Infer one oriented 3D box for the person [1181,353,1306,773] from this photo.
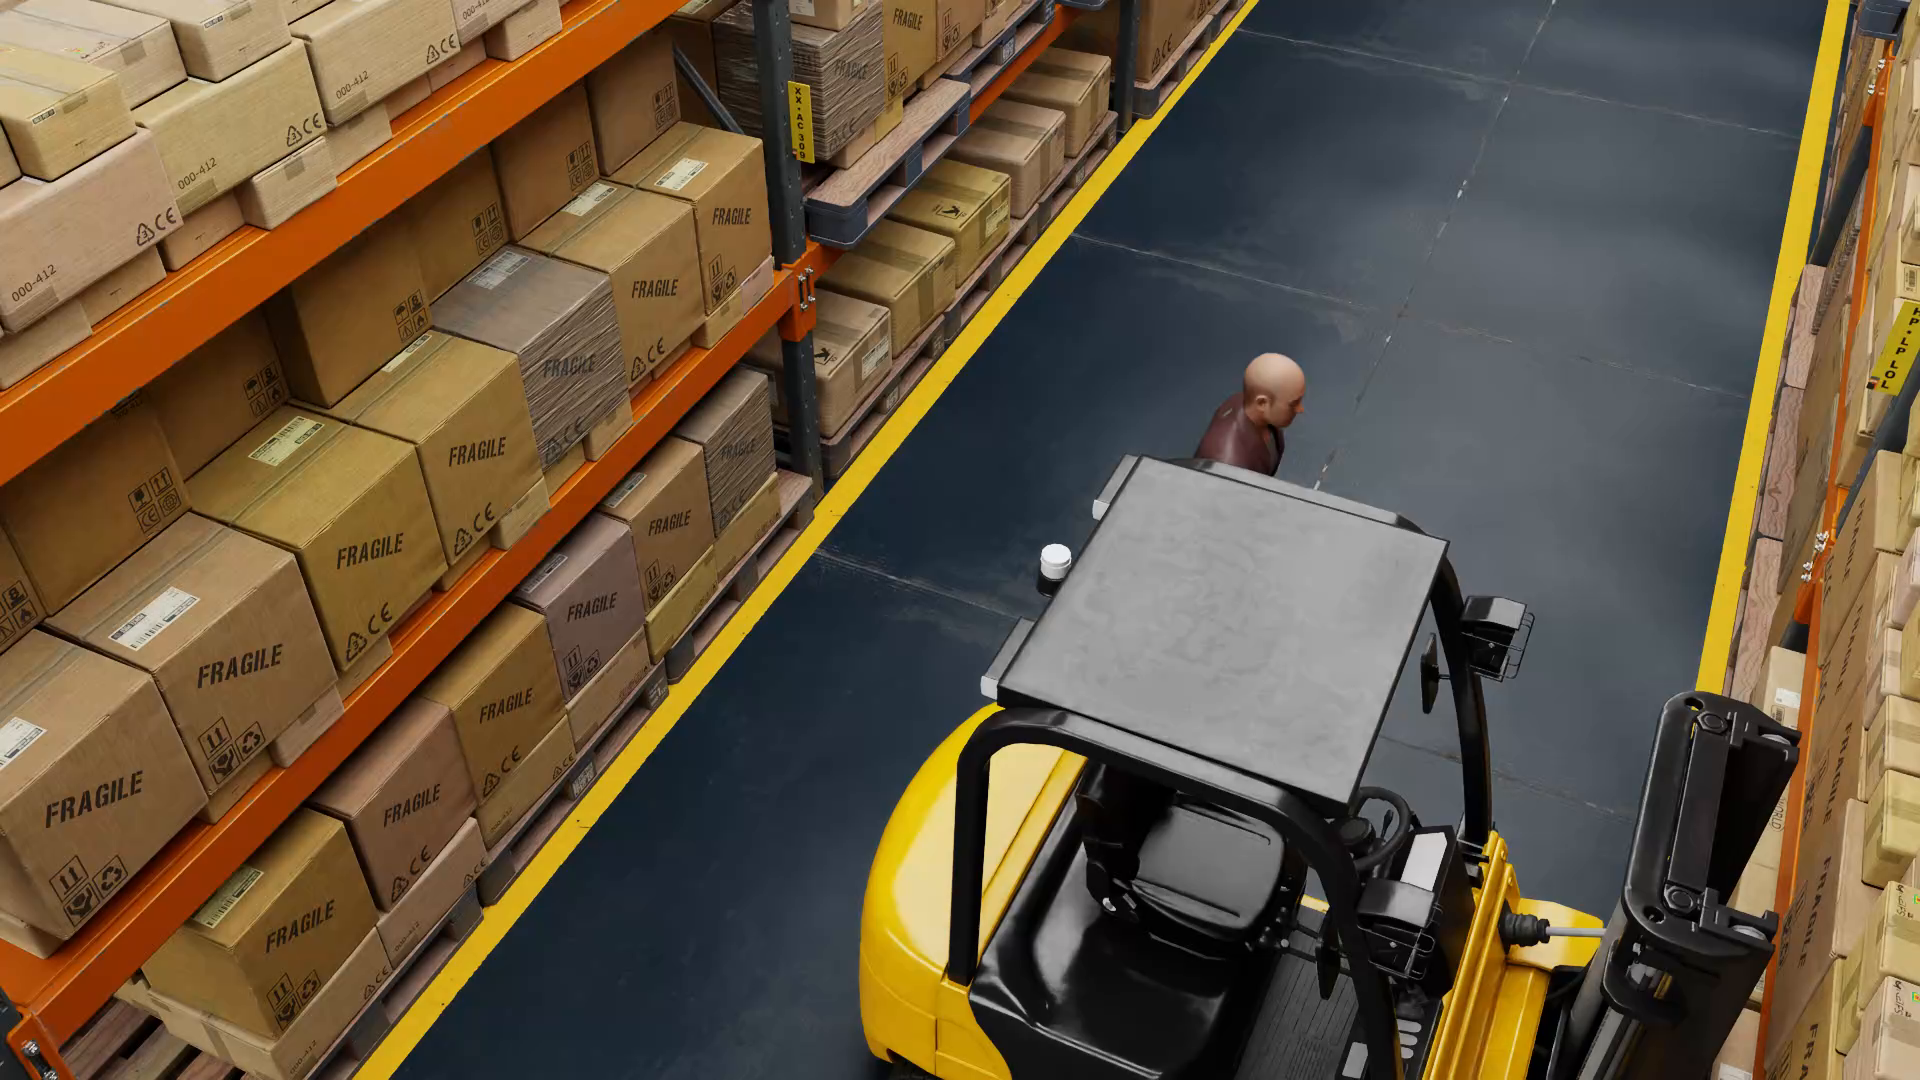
[{"bbox_3d":[0.999,0.060,6.102,0.421,1.774,0.643,17,44,18],"label":"person"}]
